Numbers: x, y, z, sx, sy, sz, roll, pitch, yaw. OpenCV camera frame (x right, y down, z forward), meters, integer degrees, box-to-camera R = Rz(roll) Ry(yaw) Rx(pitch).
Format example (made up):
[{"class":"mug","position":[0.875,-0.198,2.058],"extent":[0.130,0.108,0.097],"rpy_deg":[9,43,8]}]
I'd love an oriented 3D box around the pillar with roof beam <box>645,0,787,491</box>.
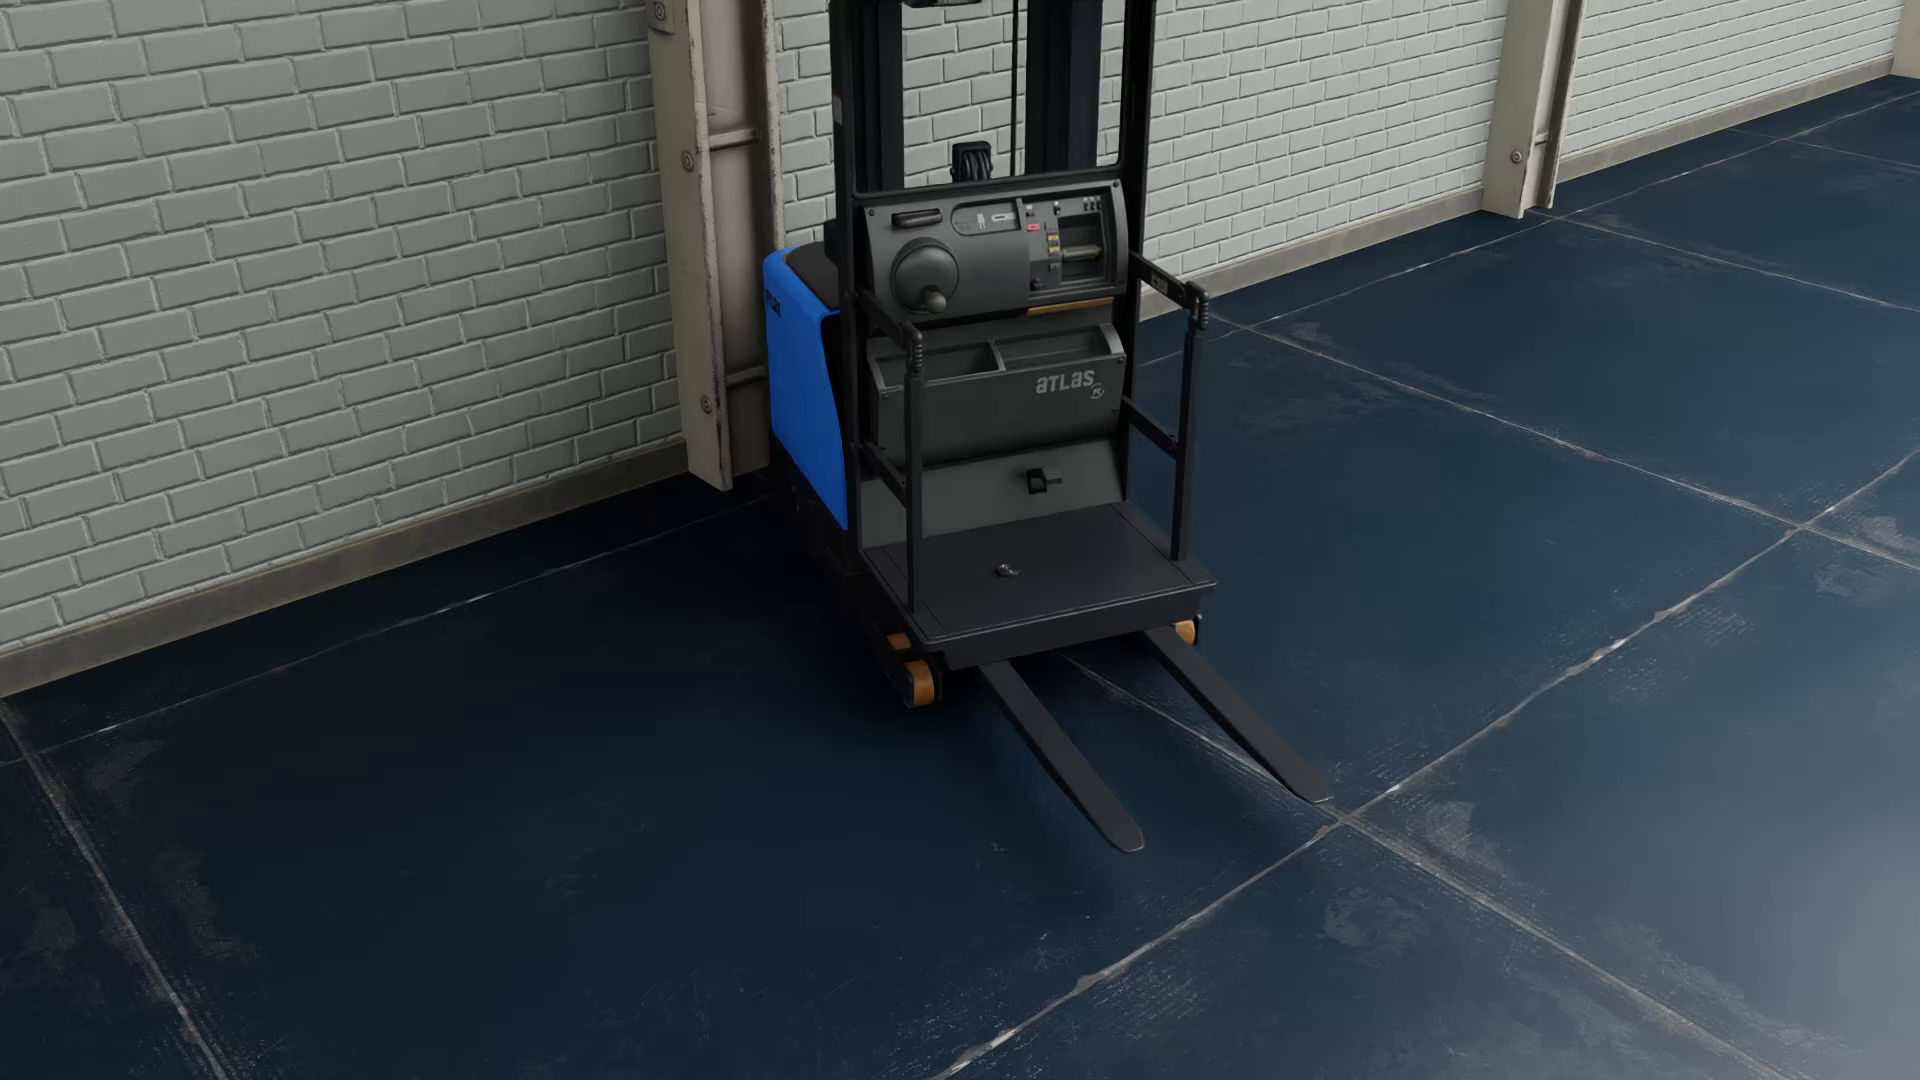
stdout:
[{"class":"pillar with roof beam","position":[1.828,-2.748,2.345],"extent":[0.400,9.000,9.100],"rpy_deg":[-22,35,-35]}]

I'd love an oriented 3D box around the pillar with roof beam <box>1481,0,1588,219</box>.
[{"class":"pillar with roof beam","position":[6.393,-4.584,5.779],"extent":[0.400,9.000,9.100],"rpy_deg":[-22,35,-35]}]

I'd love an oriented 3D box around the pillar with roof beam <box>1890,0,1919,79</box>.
[{"class":"pillar with roof beam","position":[10.957,-6.419,9.214],"extent":[0.400,9.000,9.100],"rpy_deg":[-22,35,-35]}]

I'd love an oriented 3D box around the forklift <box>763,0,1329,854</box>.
[{"class":"forklift","position":[0.213,-0.944,5.406],"extent":[1.130,2.935,3.031],"rpy_deg":[-11,30,-19]}]
